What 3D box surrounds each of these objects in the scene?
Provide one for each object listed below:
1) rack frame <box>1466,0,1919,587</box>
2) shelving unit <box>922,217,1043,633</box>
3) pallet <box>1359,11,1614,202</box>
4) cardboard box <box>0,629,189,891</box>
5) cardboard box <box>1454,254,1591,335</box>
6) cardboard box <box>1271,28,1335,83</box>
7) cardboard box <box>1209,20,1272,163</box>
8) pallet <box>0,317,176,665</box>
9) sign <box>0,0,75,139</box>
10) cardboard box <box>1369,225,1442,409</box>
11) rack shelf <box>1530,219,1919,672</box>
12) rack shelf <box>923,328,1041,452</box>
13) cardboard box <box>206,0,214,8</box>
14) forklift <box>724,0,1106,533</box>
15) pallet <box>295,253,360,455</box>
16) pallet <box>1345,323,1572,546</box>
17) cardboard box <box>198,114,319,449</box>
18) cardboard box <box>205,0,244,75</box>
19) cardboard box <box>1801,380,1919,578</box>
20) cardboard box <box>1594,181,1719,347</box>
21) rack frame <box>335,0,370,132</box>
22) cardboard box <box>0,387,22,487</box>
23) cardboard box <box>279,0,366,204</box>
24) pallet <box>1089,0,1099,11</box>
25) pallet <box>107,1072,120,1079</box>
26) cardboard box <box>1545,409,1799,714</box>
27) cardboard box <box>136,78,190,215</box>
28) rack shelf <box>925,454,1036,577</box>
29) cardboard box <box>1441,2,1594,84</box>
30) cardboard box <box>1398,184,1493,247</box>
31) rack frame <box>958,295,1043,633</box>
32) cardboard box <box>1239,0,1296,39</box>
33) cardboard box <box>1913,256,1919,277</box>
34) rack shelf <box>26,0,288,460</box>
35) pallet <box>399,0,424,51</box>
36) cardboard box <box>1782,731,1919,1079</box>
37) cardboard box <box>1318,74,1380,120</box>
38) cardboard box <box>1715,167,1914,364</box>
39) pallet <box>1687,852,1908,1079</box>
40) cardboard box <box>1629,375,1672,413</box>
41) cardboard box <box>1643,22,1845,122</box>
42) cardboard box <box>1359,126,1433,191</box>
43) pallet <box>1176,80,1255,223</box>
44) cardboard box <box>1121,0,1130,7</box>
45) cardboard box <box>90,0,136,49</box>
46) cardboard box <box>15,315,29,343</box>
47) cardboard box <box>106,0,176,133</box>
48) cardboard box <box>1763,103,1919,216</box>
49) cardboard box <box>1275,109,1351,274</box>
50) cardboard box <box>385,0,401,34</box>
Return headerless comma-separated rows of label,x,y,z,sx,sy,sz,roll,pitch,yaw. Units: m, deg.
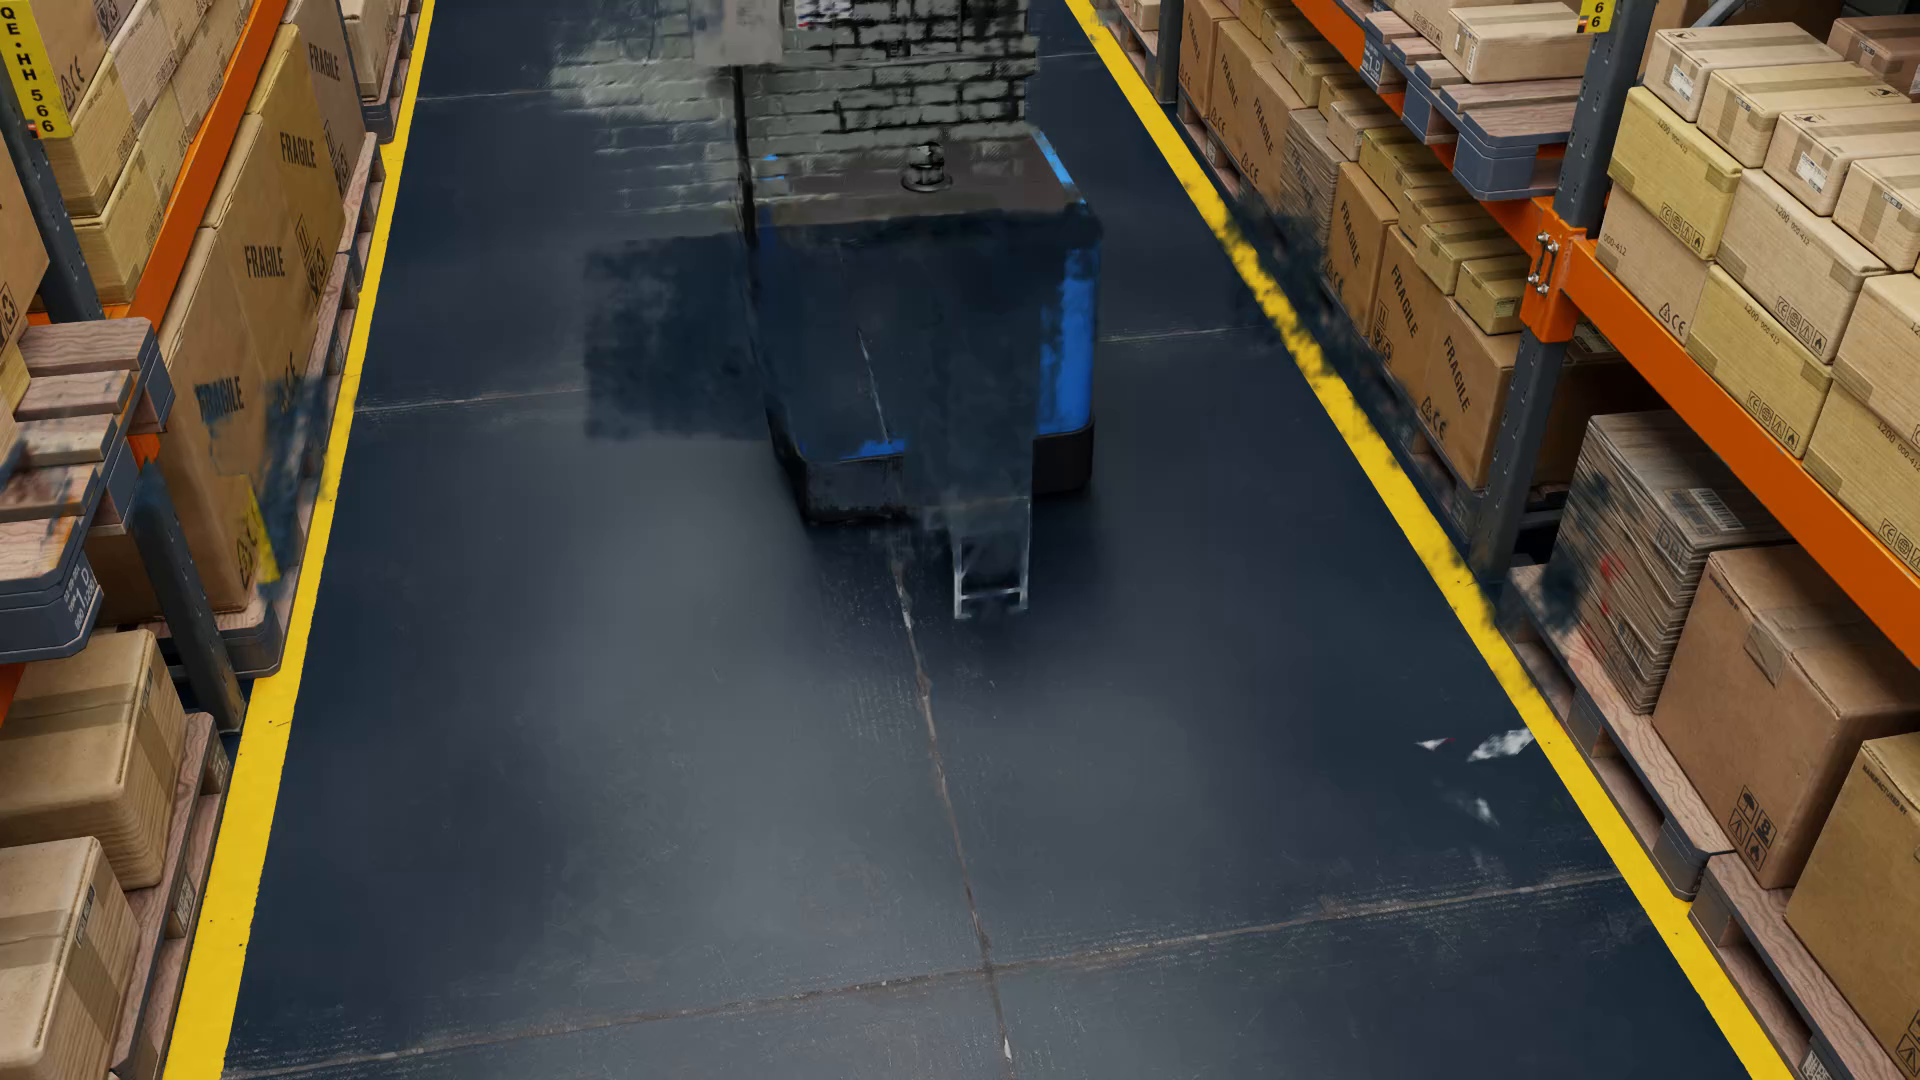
rack frame,2.221,-1.120,4.747,1.000,3.000,0.127,-6,38,-8
shelving unit,0.062,-0.341,5.211,0.258,1.200,0.503,-8,39,-10
pallet,2.033,-1.446,5.323,1.213,0.211,1.003,-6,38,-8
cardboard box,-2.576,0.630,4.293,0.950,0.372,0.625,-9,39,-11
cardboard box,1.885,-0.826,5.535,0.380,0.149,0.250,-8,39,-10
cardboard box,1.570,-2.094,7.167,0.380,0.149,0.250,-6,38,-8
cardboard box,1.486,-2.078,7.675,0.500,0.500,0.500,-7,38,-9
pallet,-2.435,-0.089,3.576,1.213,0.211,1.003,-6,38,-8
sign,-2.133,-1.074,3.808,0.100,0.325,0.005,-6,38,-8
cardboard box,1.858,-0.834,6.074,0.500,0.500,0.500,-7,38,-9
rack shelf,2.571,0.372,3.413,1.077,0.370,4.000,-6,38,-8
rack shelf,0.062,-0.480,5.103,0.258,0.148,0.480,-8,39,-10
cardboard box,-2.752,-1.977,5.565,0.500,0.250,0.500,-6,38,-7
forklift,-0.334,-2.089,6.050,1.130,2.935,3.031,-8,39,-10
pallet,-2.940,-0.702,6.482,1.003,0.211,1.213,-6,38,-8
pallet,2.127,-0.474,6.188,1.003,0.211,1.213,-6,38,-8
cardboard box,-2.857,-0.876,5.822,0.875,0.875,0.875,-6,38,-7
cardboard box,-2.787,-1.771,5.707,0.500,0.250,0.500,-6,38,-8
cardboard box,2.239,-0.152,3.623,0.500,0.250,0.500,-7,38,-9
cardboard box,2.058,-0.767,4.414,0.500,0.250,0.500,-6,38,-8
rack frame,-3.367,-3.000,7.167,1.000,3.000,0.127,-6,38,-8
cardboard box,-2.170,-0.176,3.395,0.380,0.149,0.250,-7,38,-8
cardboard box,-3.179,-1.961,7.219,0.875,0.875,0.875,-5,38,-7
pallet,1.183,-3.588,10.197,1.003,0.211,1.213,-6,38,-8
pallet,-2.319,1.725,3.358,1.003,0.211,1.213,-6,38,-8
cardboard box,2.317,0.030,4.860,0.875,0.625,0.625,-5,38,-7
cardboard box,-2.611,-1.156,4.915,0.500,0.250,0.500,-7,38,-9
rack shelf,0.062,-0.101,5.397,0.258,0.148,0.480,-8,39,-10
cardboard box,1.728,-1.542,5.153,0.380,0.149,0.250,-6,38,-7
cardboard box,1.804,-1.151,5.953,0.380,0.149,0.250,-7,38,-9
rack frame,0.114,-0.195,5.023,0.240,1.200,0.015,-8,39,-10
cardboard box,1.501,-2.413,7.577,0.380,0.149,0.250,-8,39,-10
cardboard box,2.237,-0.573,3.432,0.380,0.149,0.250,-6,38,-7
rack shelf,-3.016,-1.508,5.832,1.077,0.370,4.000,-6,38,-8
pallet,-3.640,-3.105,9.575,1.003,0.211,1.213,-6,38,-8
cardboard box,2.557,0.831,3.829,0.875,0.625,0.625,-8,39,-10
cardboard box,1.687,-1.784,6.768,0.380,0.149,0.250,-6,38,-8
cardboard box,2.145,-0.661,3.871,0.500,0.250,0.500,-5,38,-7
pallet,2.537,1.218,4.010,1.003,0.211,1.213,-6,38,-8
cardboard box,2.423,-0.583,5.751,0.500,0.500,0.500,-5,38,-6
cardboard box,1.987,-1.192,4.228,0.380,0.149,0.250,-5,38,-7
cardboard box,1.758,-1.466,6.359,0.380,0.149,0.250,-7,38,-9
pallet,1.699,-1.948,8.085,1.003,0.211,1.213,-6,38,-8
cardboard box,1.070,-3.143,9.237,0.396,0.266,0.258,-5,38,-6
cardboard box,-2.607,-1.641,4.521,0.500,0.500,0.500,-6,38,-8
cardboard box,-2.376,-0.478,3.783,0.380,0.149,0.250,-5,38,-6
cardboard box,-2.601,-1.367,4.779,0.500,0.250,0.500,-5,38,-7
cardboard box,2.105,-0.878,3.825,0.380,0.149,0.250,-5,38,-7
cardboard box,1.654,-1.462,6.882,0.500,0.500,0.500,-8,38,-10
cardboard box,-3.529,-3.085,9.023,0.875,0.438,0.875,-7,38,-9
